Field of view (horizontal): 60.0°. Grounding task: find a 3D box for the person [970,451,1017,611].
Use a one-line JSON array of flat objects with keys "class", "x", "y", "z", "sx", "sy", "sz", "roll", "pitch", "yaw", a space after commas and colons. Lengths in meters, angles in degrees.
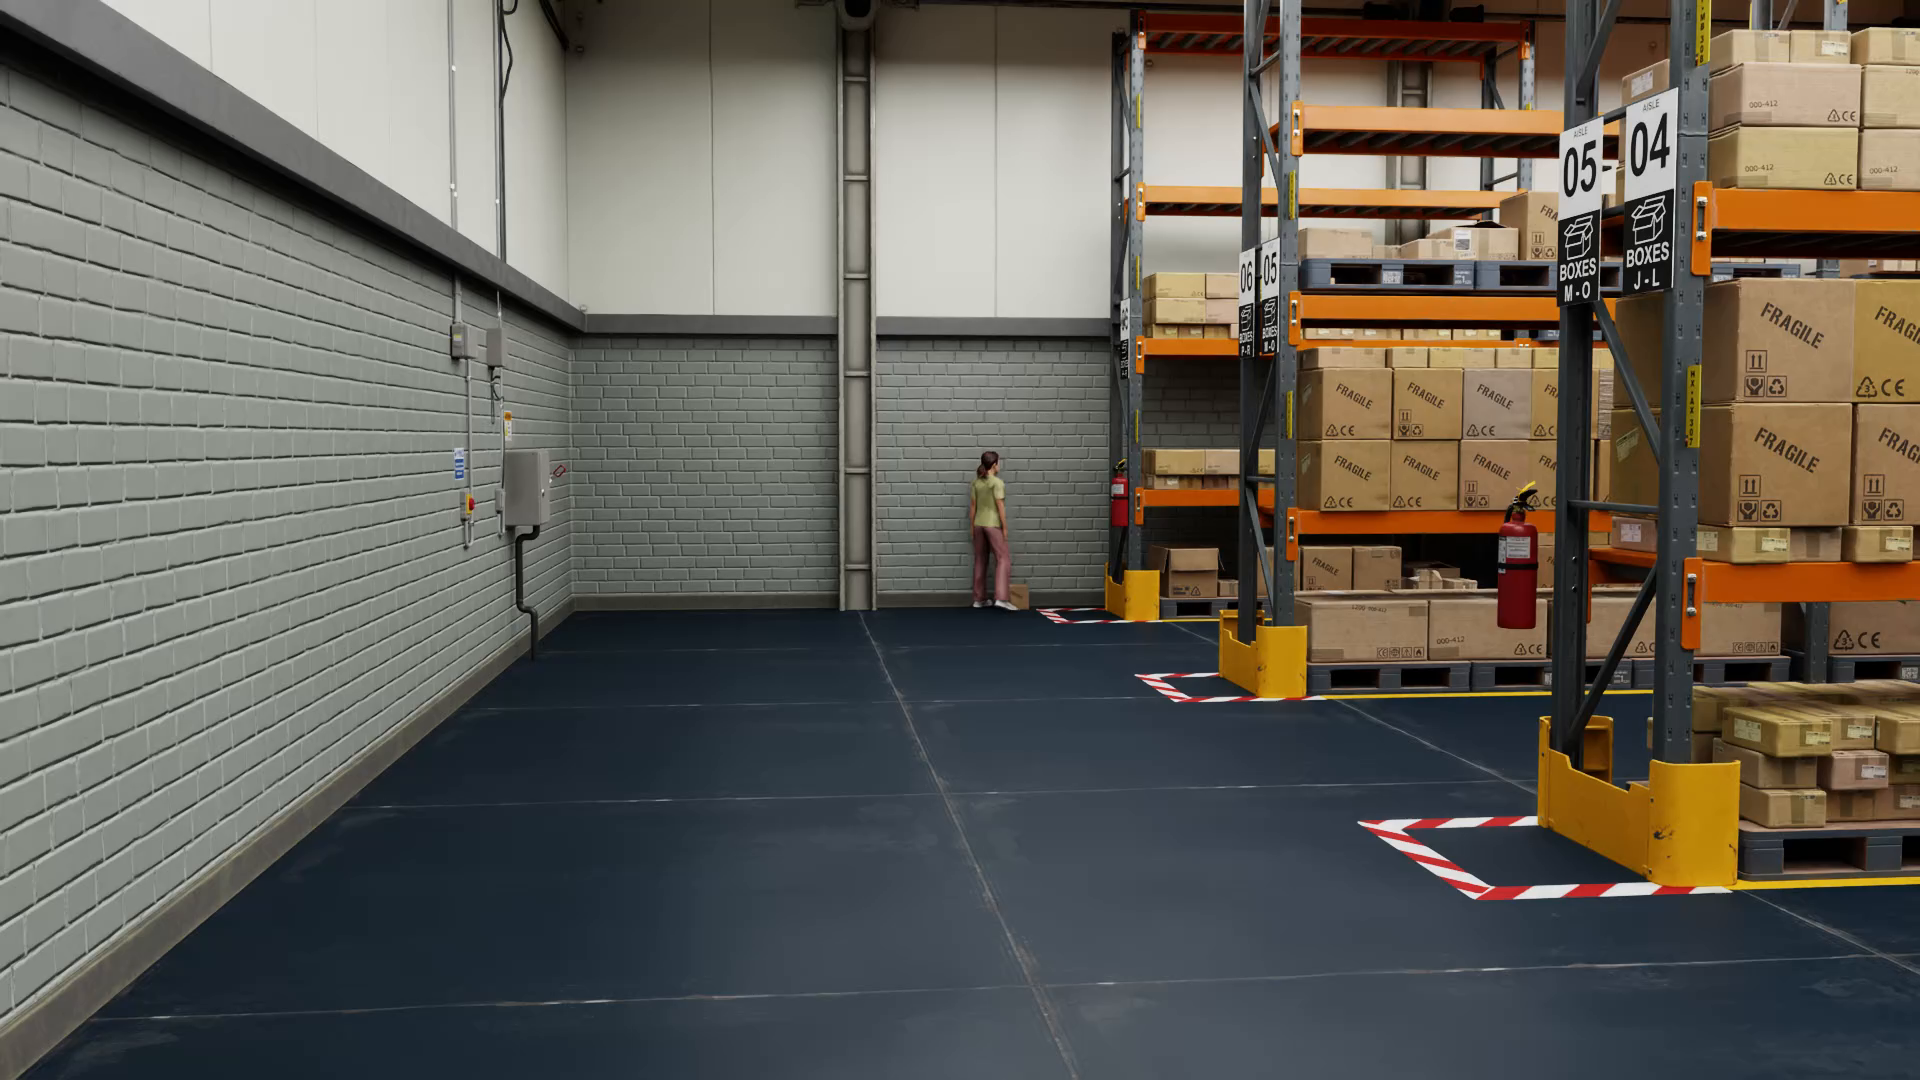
[{"class": "person", "x": 0.362, "y": -0.099, "z": 17.569, "sx": 0.578, "sy": 1.678, "sz": 0.460, "roll": 3, "pitch": 5, "yaw": 42}]
